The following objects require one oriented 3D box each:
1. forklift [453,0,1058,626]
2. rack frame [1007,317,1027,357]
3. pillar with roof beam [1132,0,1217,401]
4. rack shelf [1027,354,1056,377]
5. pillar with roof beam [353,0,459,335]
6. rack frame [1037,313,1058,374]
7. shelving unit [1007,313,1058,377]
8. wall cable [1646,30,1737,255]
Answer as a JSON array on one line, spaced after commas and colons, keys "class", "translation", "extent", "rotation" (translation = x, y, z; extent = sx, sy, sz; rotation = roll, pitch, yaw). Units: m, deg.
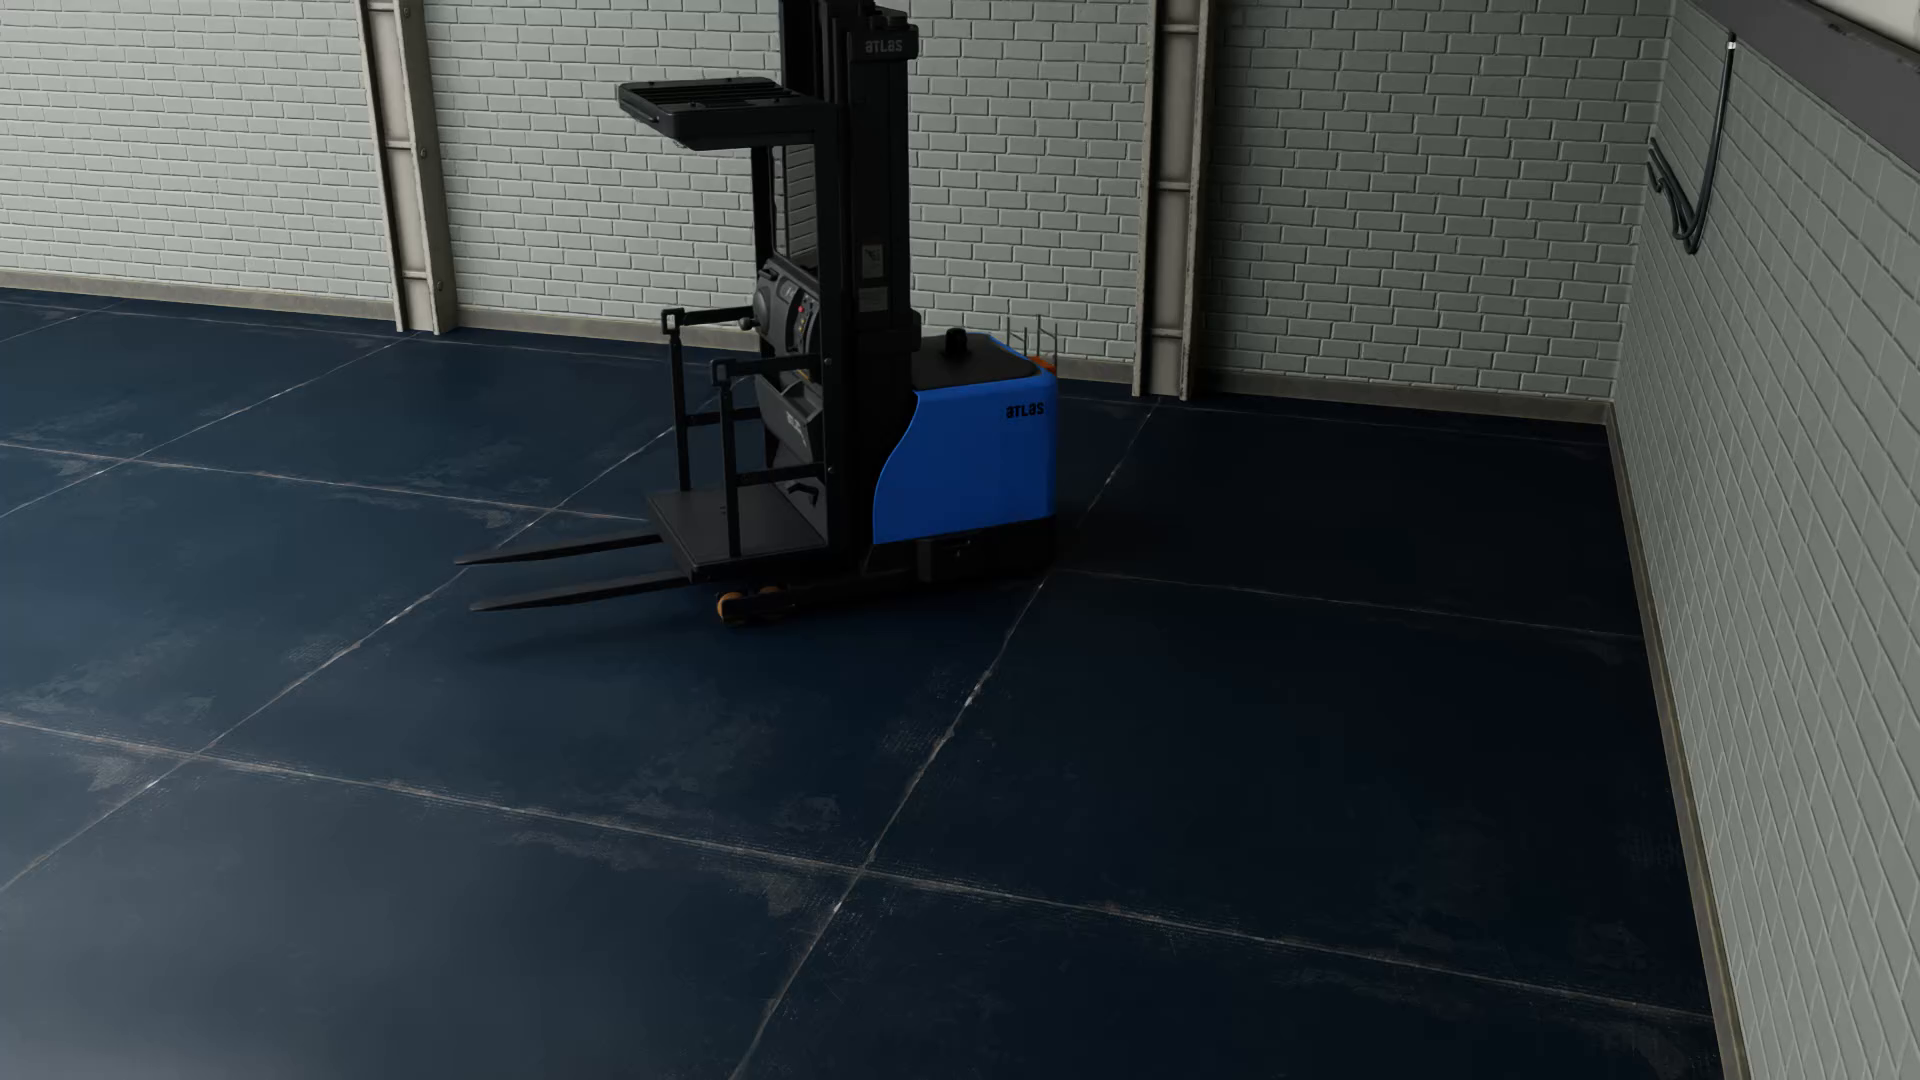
[{"class": "forklift", "translation": [-1.050, -1.157, 8.228], "extent": [3.031, 2.935, 1.130], "rotation": [-9, 24, -21]}, {"class": "rack frame", "translation": [0.308, -0.622, 9.206], "extent": [0.006, 1.200, 0.240], "rotation": [-9, 24, -21]}, {"class": "pillar with roof beam", "translation": [0.207, -3.654, 6.320], "extent": [0.400, 9.000, 9.100], "rotation": [7, 23, 16]}, {"class": "rack shelf", "translation": [0.392, -0.928, 9.119], "extent": [0.180, 0.103, 0.258], "rotation": [-9, 24, -21]}, {"class": "pillar with roof beam", "translation": [-5.537, -4.312, 7.924], "extent": [0.400, 9.000, 9.100], "rotation": [7, 23, 16]}, {"class": "rack frame", "translation": [0.476, -0.649, 9.271], "extent": [0.006, 1.200, 0.240], "rotation": [-9, 24, -21]}, {"class": "shelving unit", "translation": [0.392, -0.636, 9.239], "extent": [0.189, 1.200, 0.258], "rotation": [-9, 24, -21]}, {"class": "wall cable", "translation": [3.889, -2.978, 8.764], "extent": [0.112, 2.526, 3.097], "rotation": [7, 23, 16]}]
